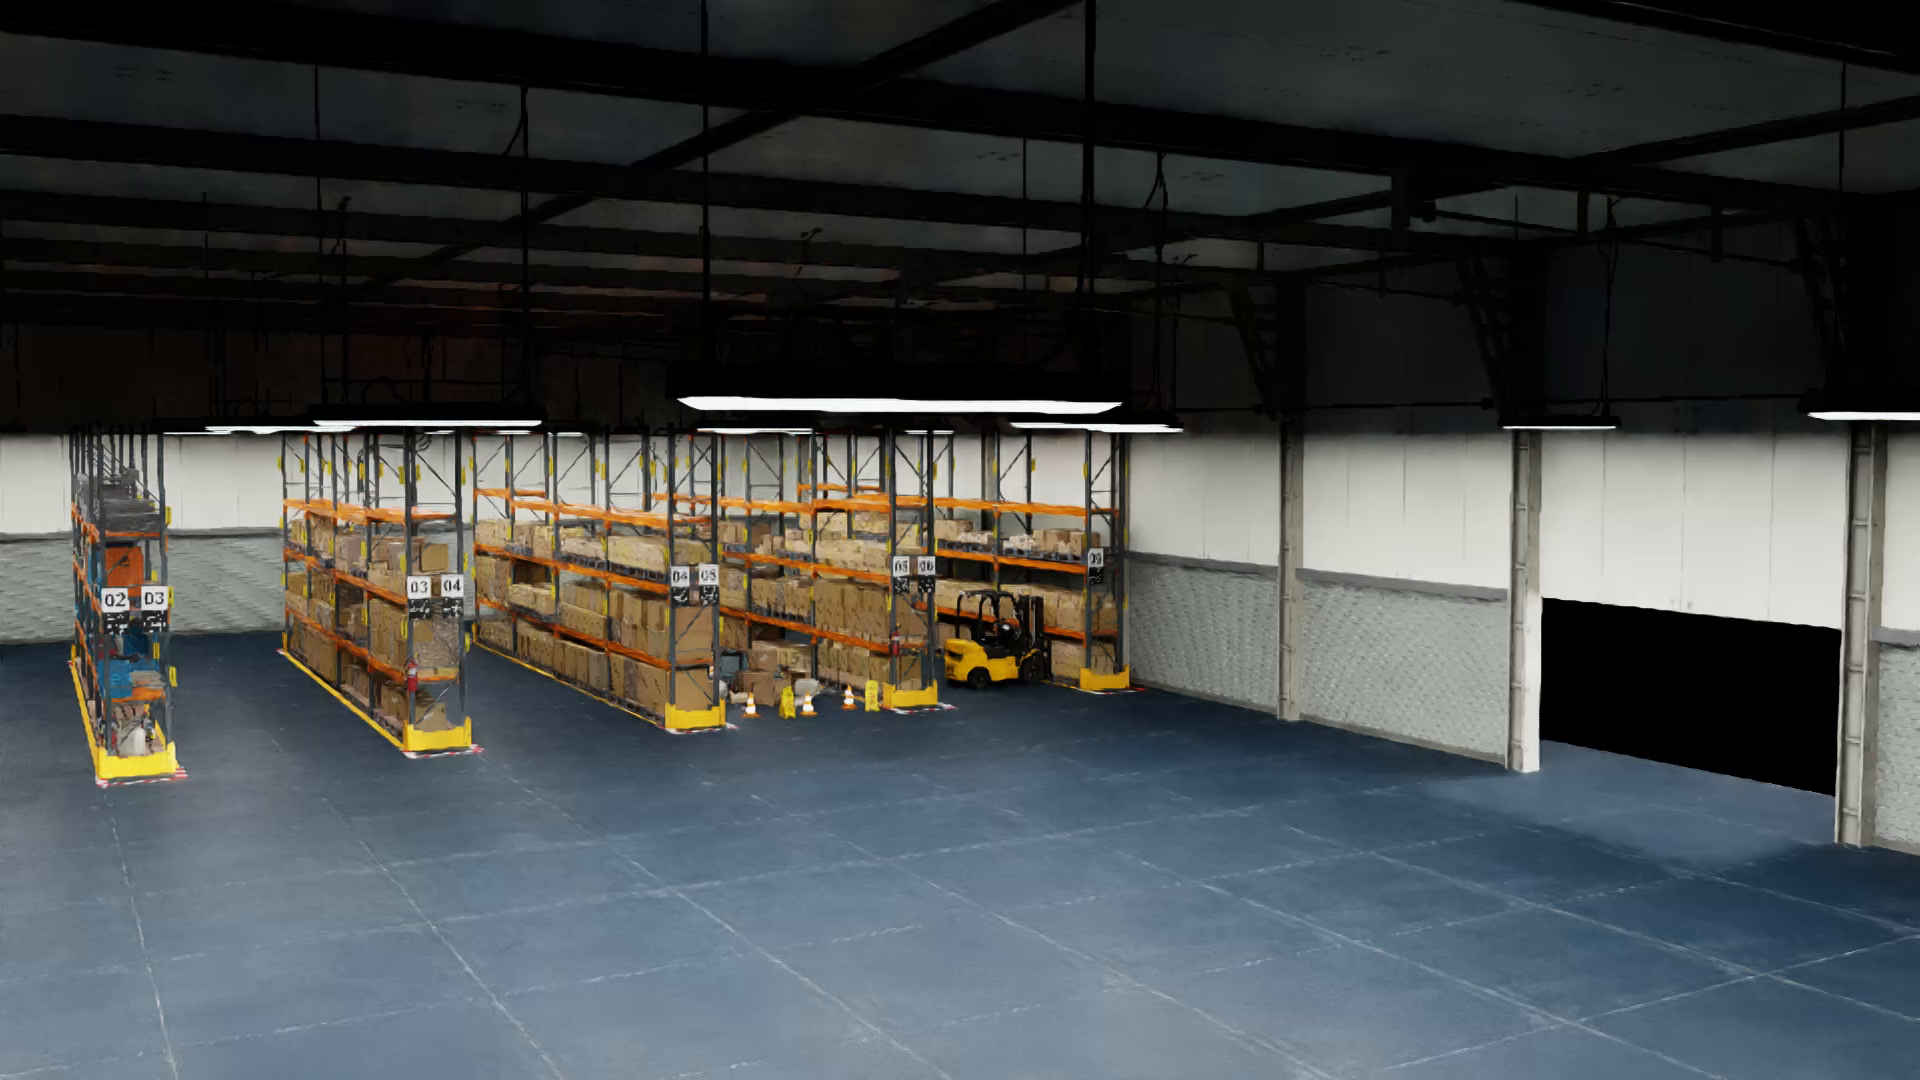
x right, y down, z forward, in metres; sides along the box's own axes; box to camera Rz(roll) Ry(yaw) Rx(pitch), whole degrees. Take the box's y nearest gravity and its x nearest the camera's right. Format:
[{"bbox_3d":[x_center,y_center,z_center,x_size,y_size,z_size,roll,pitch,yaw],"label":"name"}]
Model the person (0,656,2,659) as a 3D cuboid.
[{"bbox_3d":[-25.027,2.199,42.702,0.484,1.786,0.721,1,4,17],"label":"person"}]
